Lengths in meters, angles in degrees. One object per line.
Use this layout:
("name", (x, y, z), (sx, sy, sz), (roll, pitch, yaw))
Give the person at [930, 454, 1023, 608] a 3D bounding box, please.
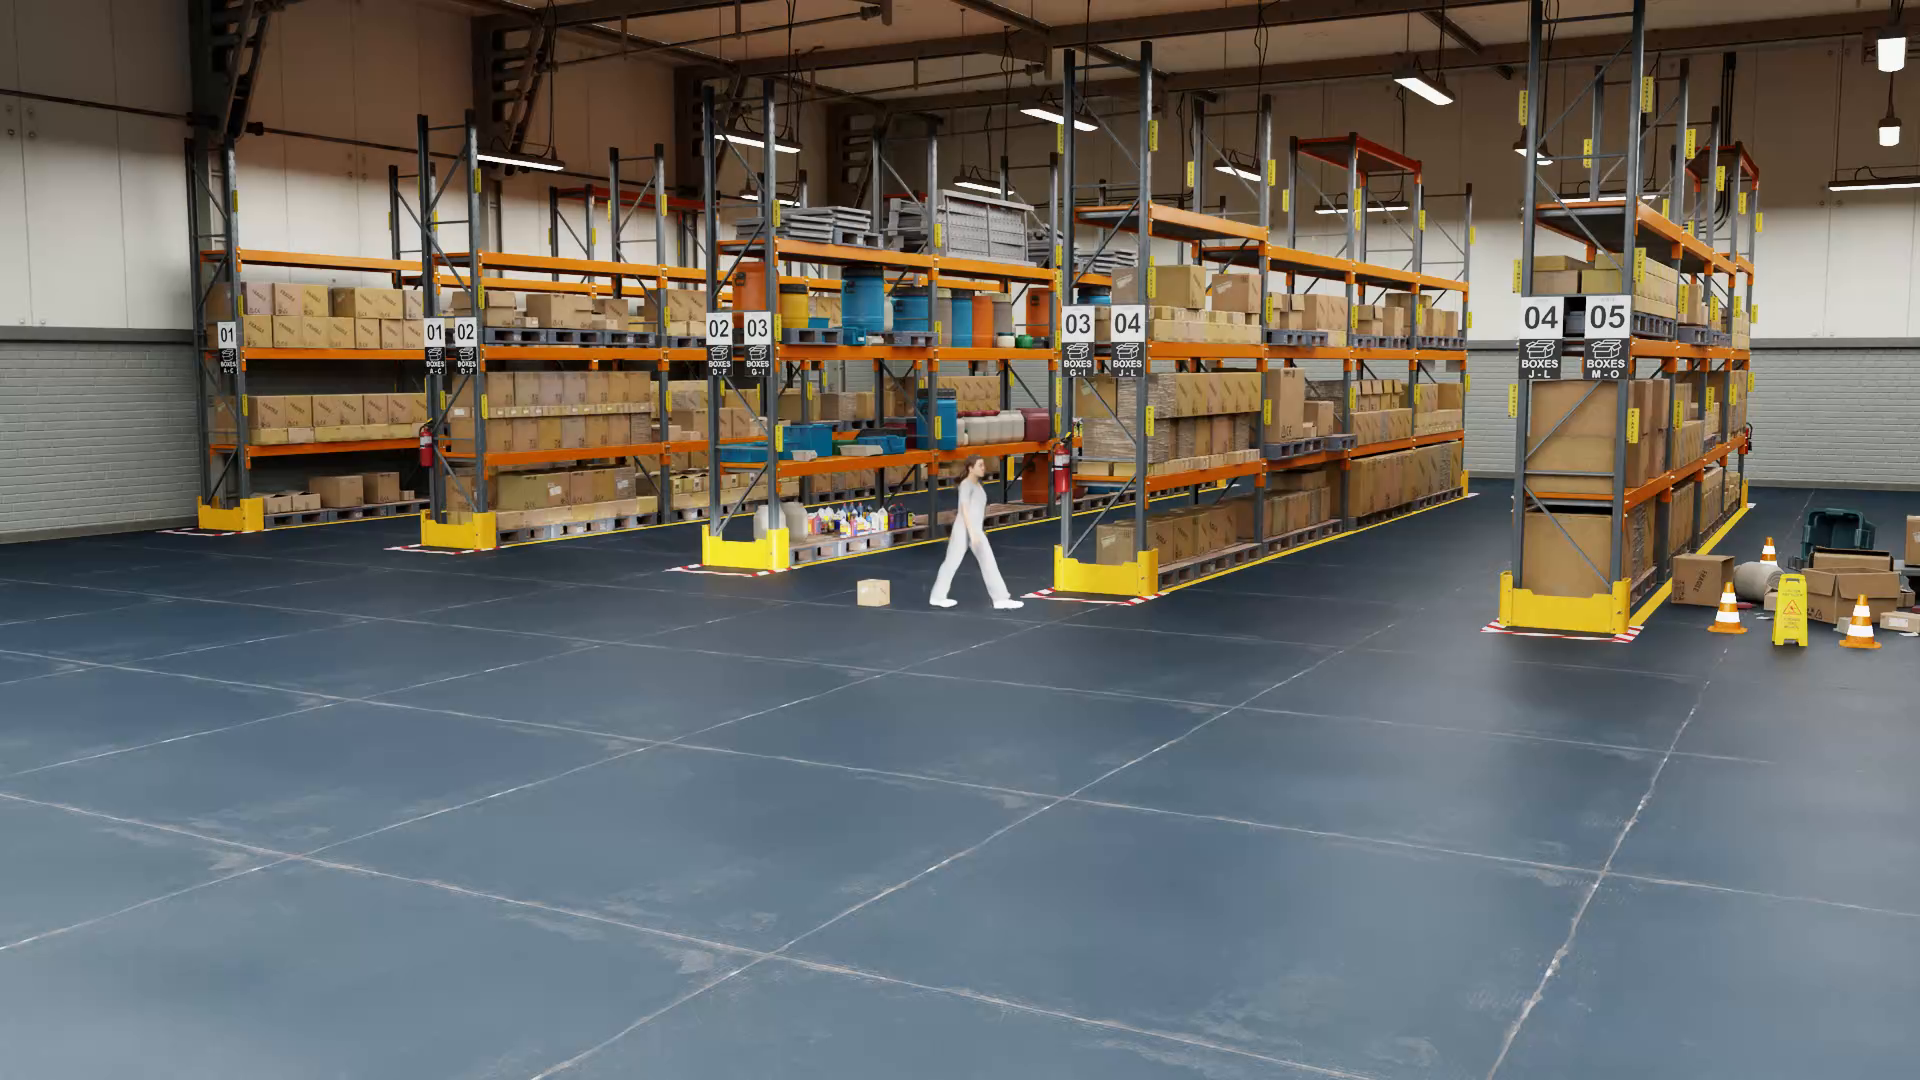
("person", (0.138, -0.090, 17.160), (1.011, 1.598, 0.469), (3, 7, 27))
